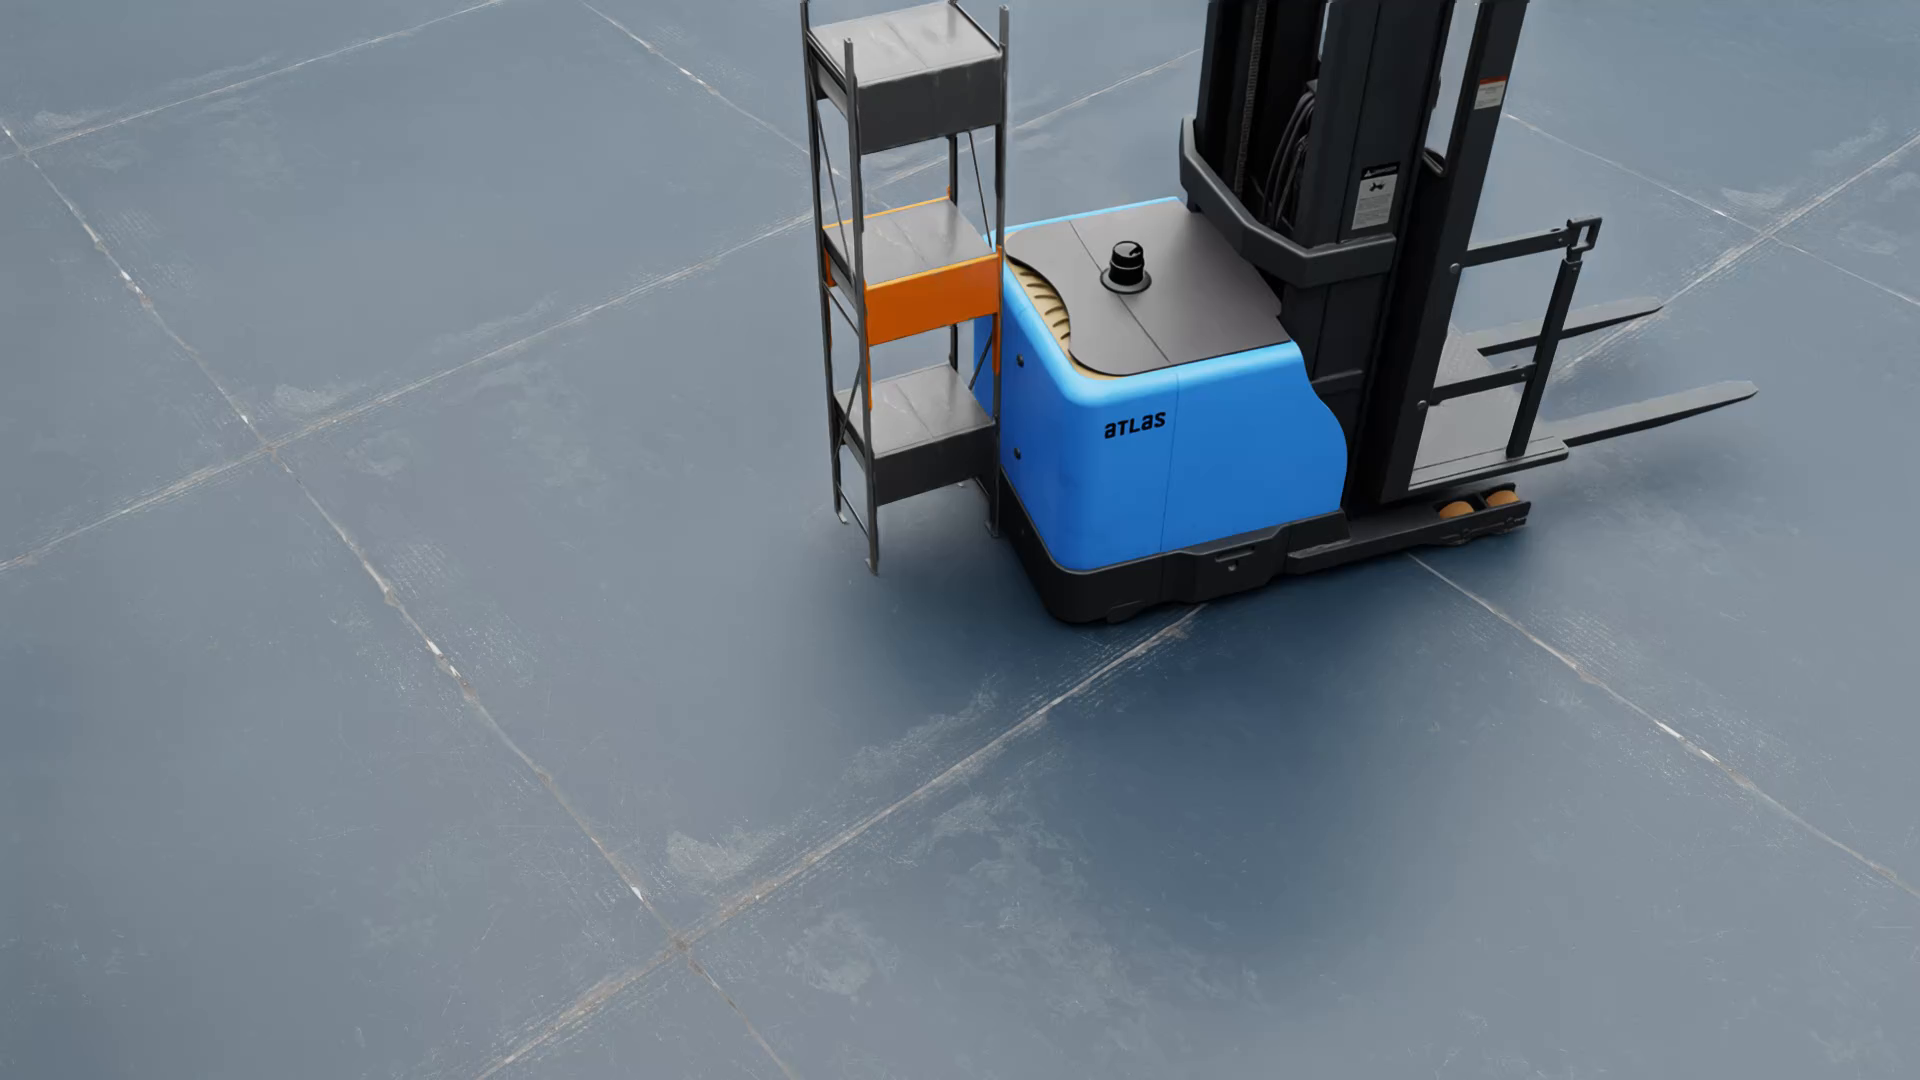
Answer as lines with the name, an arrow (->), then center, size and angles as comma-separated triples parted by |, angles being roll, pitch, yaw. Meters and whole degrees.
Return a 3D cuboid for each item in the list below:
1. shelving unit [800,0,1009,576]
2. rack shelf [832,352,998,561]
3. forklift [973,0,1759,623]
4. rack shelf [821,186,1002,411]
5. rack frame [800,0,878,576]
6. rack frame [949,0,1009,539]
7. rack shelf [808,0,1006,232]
shelving unit -> -0.168, -0.827, 5.597 | 0.503, 2.100, 0.431 | -17, 46, -18
rack shelf -> -0.168, -0.307, 6.086 | 0.480, 0.518, 0.431 | -17, 46, -18
forklift -> 1.611, -1.379, 5.577 | 3.031, 2.935, 1.130 | -13, 45, -14
rack shelf -> -0.168, -0.817, 5.606 | 0.480, 0.518, 0.431 | -17, 46, -18
rack frame -> -0.390, -0.758, 5.523 | 0.015, 2.100, 0.400 | -17, 46, -18
rack frame -> 0.054, -0.896, 5.671 | 0.015, 2.100, 0.400 | -17, 46, -18
rack shelf -> -0.168, -1.327, 5.127 | 0.480, 0.518, 0.431 | -17, 46, -18
